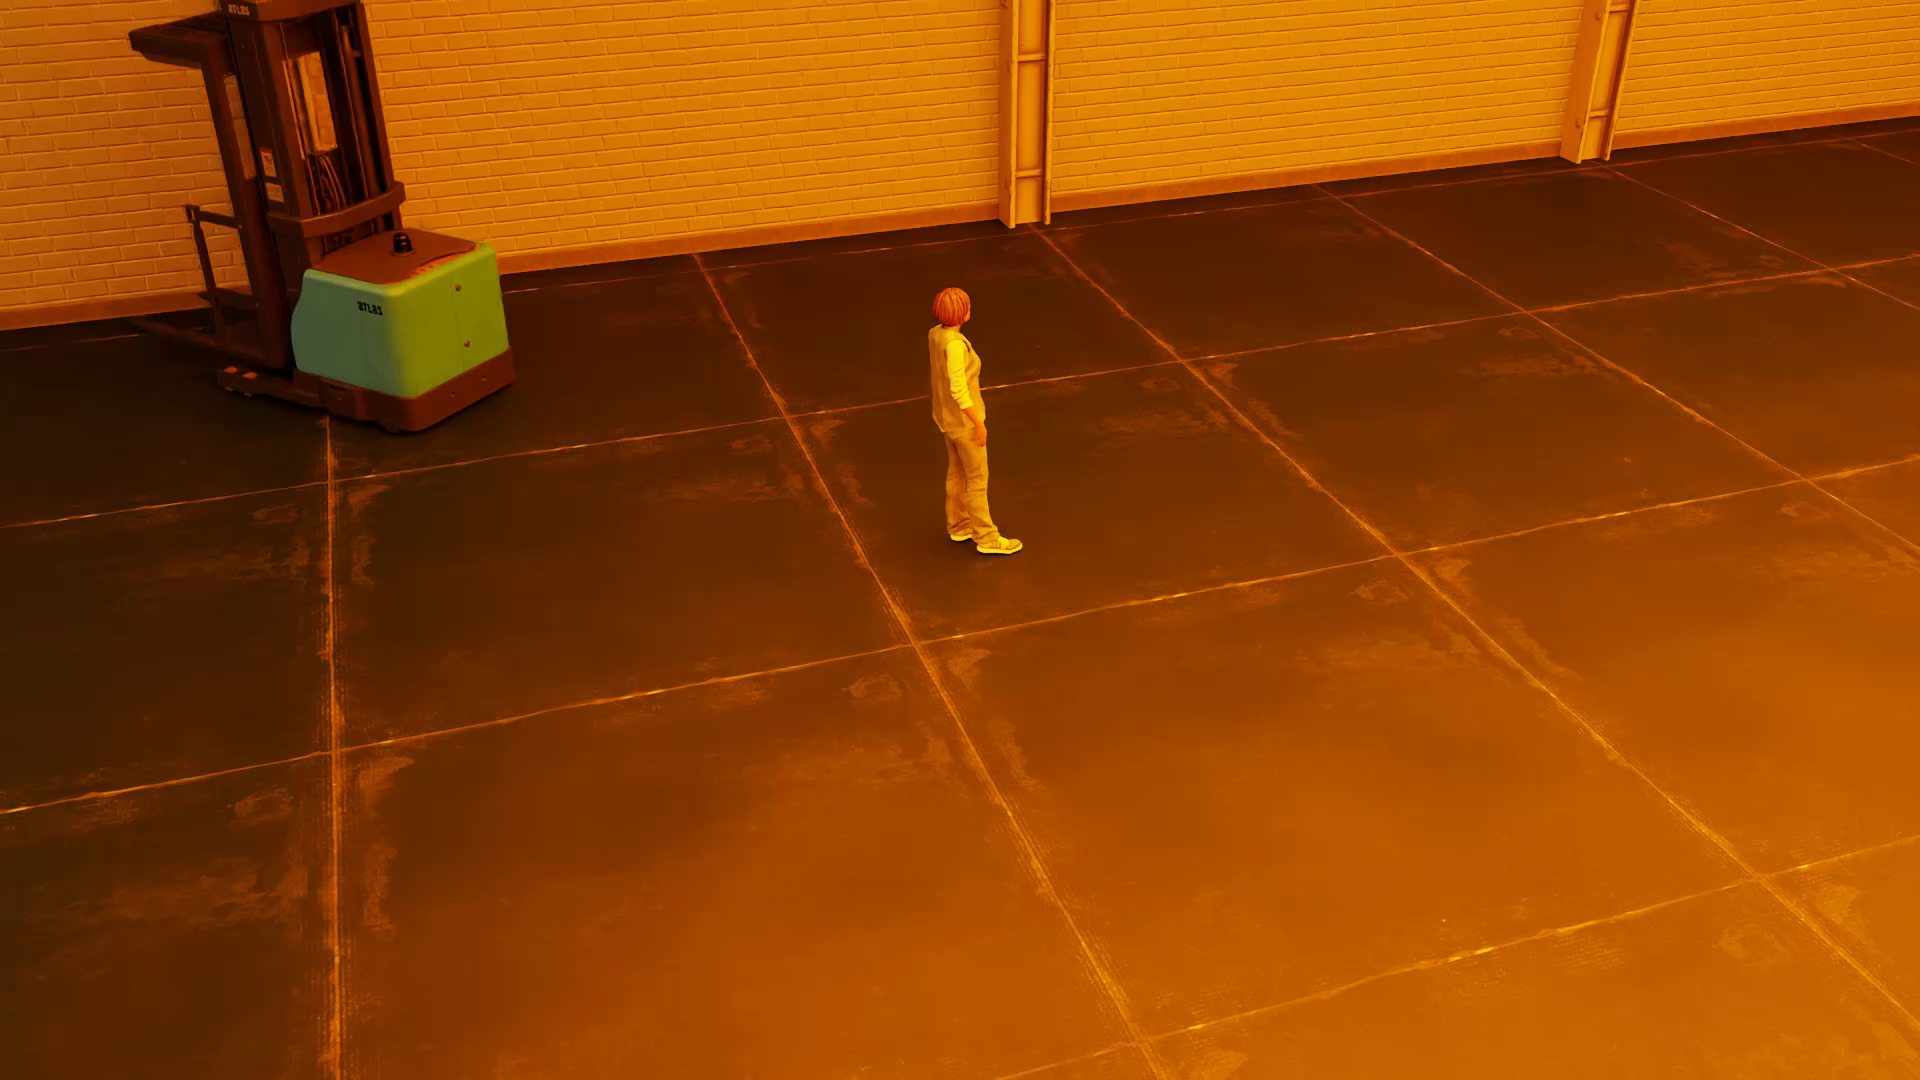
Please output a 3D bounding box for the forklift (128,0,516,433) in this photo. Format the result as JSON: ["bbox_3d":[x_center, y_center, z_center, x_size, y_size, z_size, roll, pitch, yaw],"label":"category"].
[{"bbox_3d":[-4.719,-2.506,11.442,3.031,2.935,1.130,15,33,24],"label":"forklift"}]

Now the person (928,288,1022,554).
[{"bbox_3d":[0.074,-0.704,9.633,0.475,1.597,0.520,-10,31,-16],"label":"person"}]
